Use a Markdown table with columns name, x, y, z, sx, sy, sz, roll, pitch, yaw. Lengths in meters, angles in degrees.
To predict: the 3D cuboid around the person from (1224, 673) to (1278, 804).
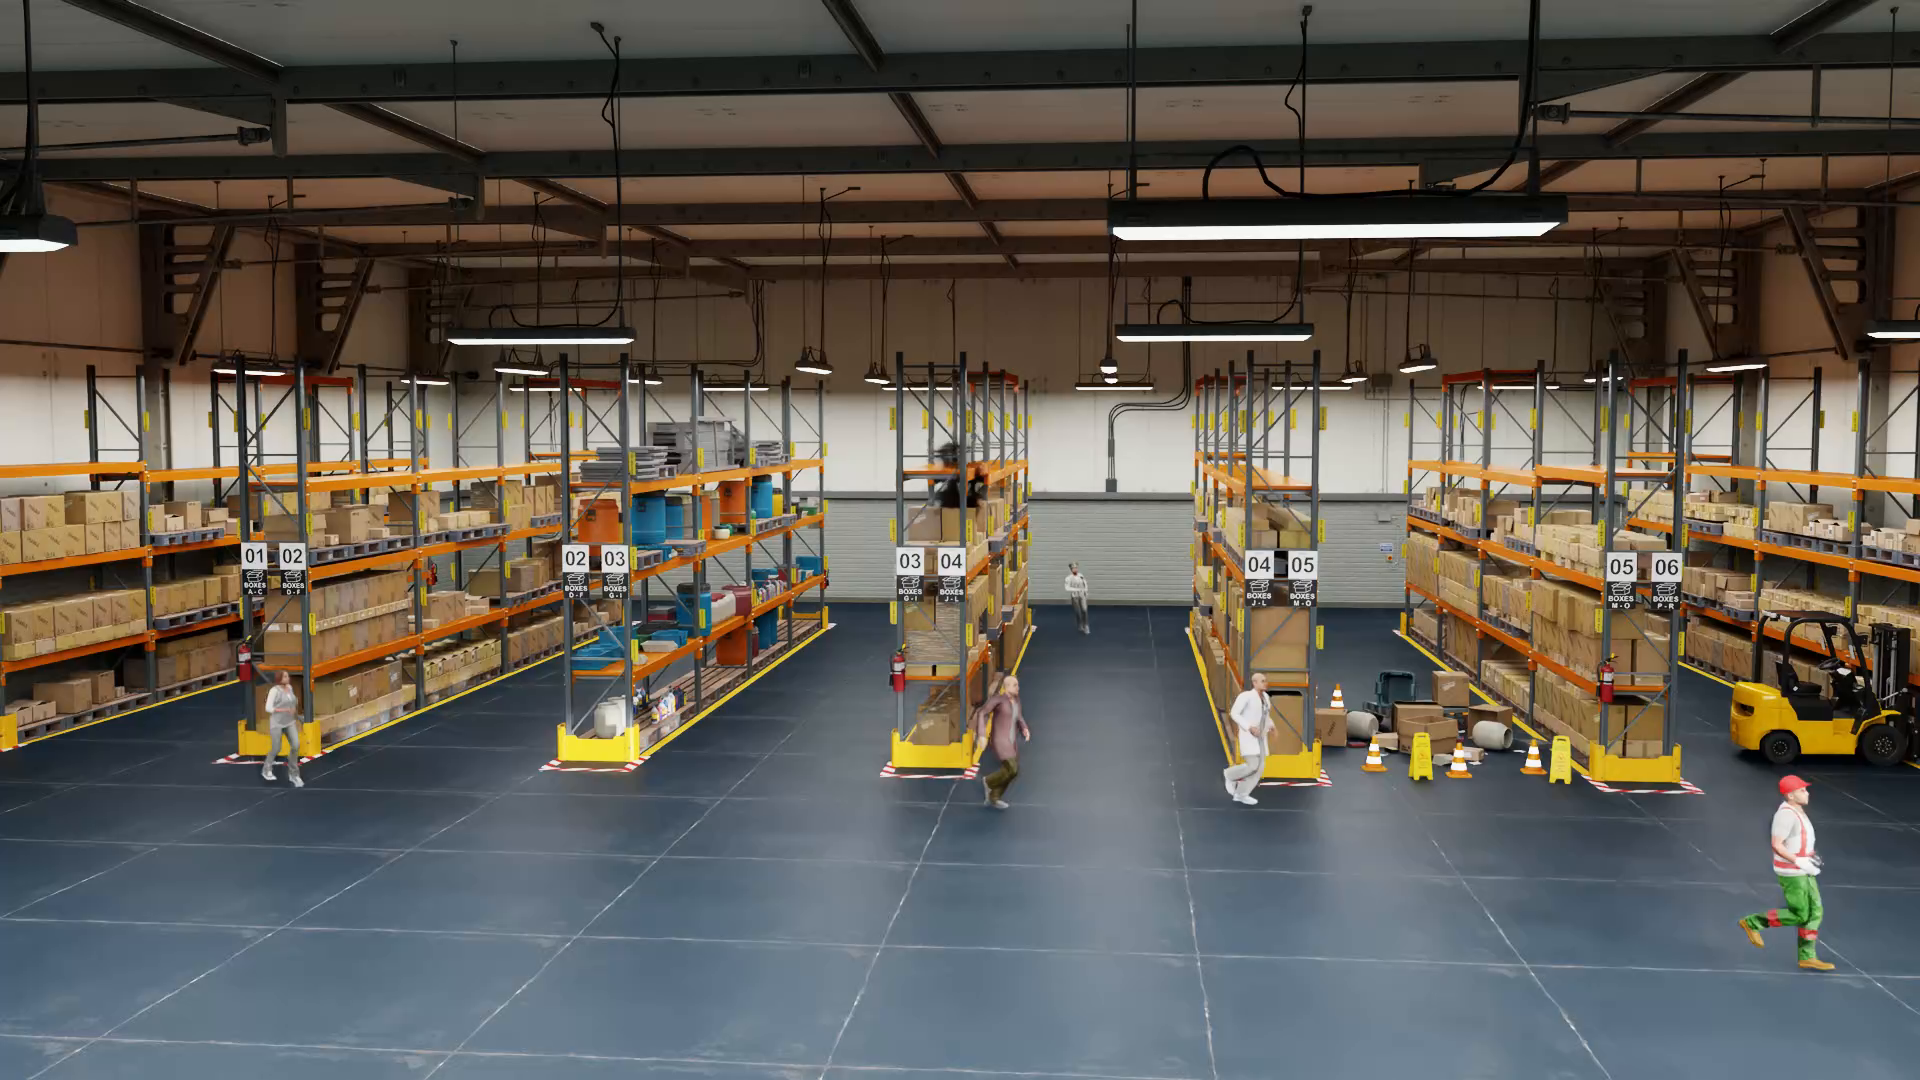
| name | x | y | z | sx | sy | sz | roll | pitch | yaw |
| --- | --- | --- | --- | --- | --- | --- | --- | --- | --- |
| person | 3.853 | 2.599 | 21.954 | 0.697 | 1.708 | 0.653 | -3 | 5 | -36 |

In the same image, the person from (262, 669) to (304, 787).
| name | x | y | z | sx | sy | sz | roll | pitch | yaw |
| --- | --- | --- | --- | --- | --- | --- | --- | --- | --- |
| person | -9.351 | 2.585 | 22.878 | 0.726 | 1.642 | 0.526 | 2 | 5 | 30 |

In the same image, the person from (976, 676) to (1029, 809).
| name | x | y | z | sx | sy | sz | roll | pitch | yaw |
| --- | --- | --- | --- | --- | --- | --- | --- | --- | --- |
| person | 0.585 | 2.613 | 21.483 | 0.625 | 1.720 | 0.724 | 3 | 5 | 35 |

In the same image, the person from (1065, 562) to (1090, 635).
| name | x | y | z | sx | sy | sz | roll | pitch | yaw |
| --- | --- | --- | --- | --- | --- | --- | --- | --- | --- |
| person | 2.763 | 1.373 | 39.328 | 0.580 | 1.696 | 0.736 | -1 | 4 | -8 |

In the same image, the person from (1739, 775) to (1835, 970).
| name | x | y | z | sx | sy | sz | roll | pitch | yaw |
| --- | --- | --- | --- | --- | --- | --- | --- | --- | --- |
| person | 7.632 | 3.034 | 15.287 | 0.806 | 1.757 | 0.674 | 3 | 5 | 38 |
